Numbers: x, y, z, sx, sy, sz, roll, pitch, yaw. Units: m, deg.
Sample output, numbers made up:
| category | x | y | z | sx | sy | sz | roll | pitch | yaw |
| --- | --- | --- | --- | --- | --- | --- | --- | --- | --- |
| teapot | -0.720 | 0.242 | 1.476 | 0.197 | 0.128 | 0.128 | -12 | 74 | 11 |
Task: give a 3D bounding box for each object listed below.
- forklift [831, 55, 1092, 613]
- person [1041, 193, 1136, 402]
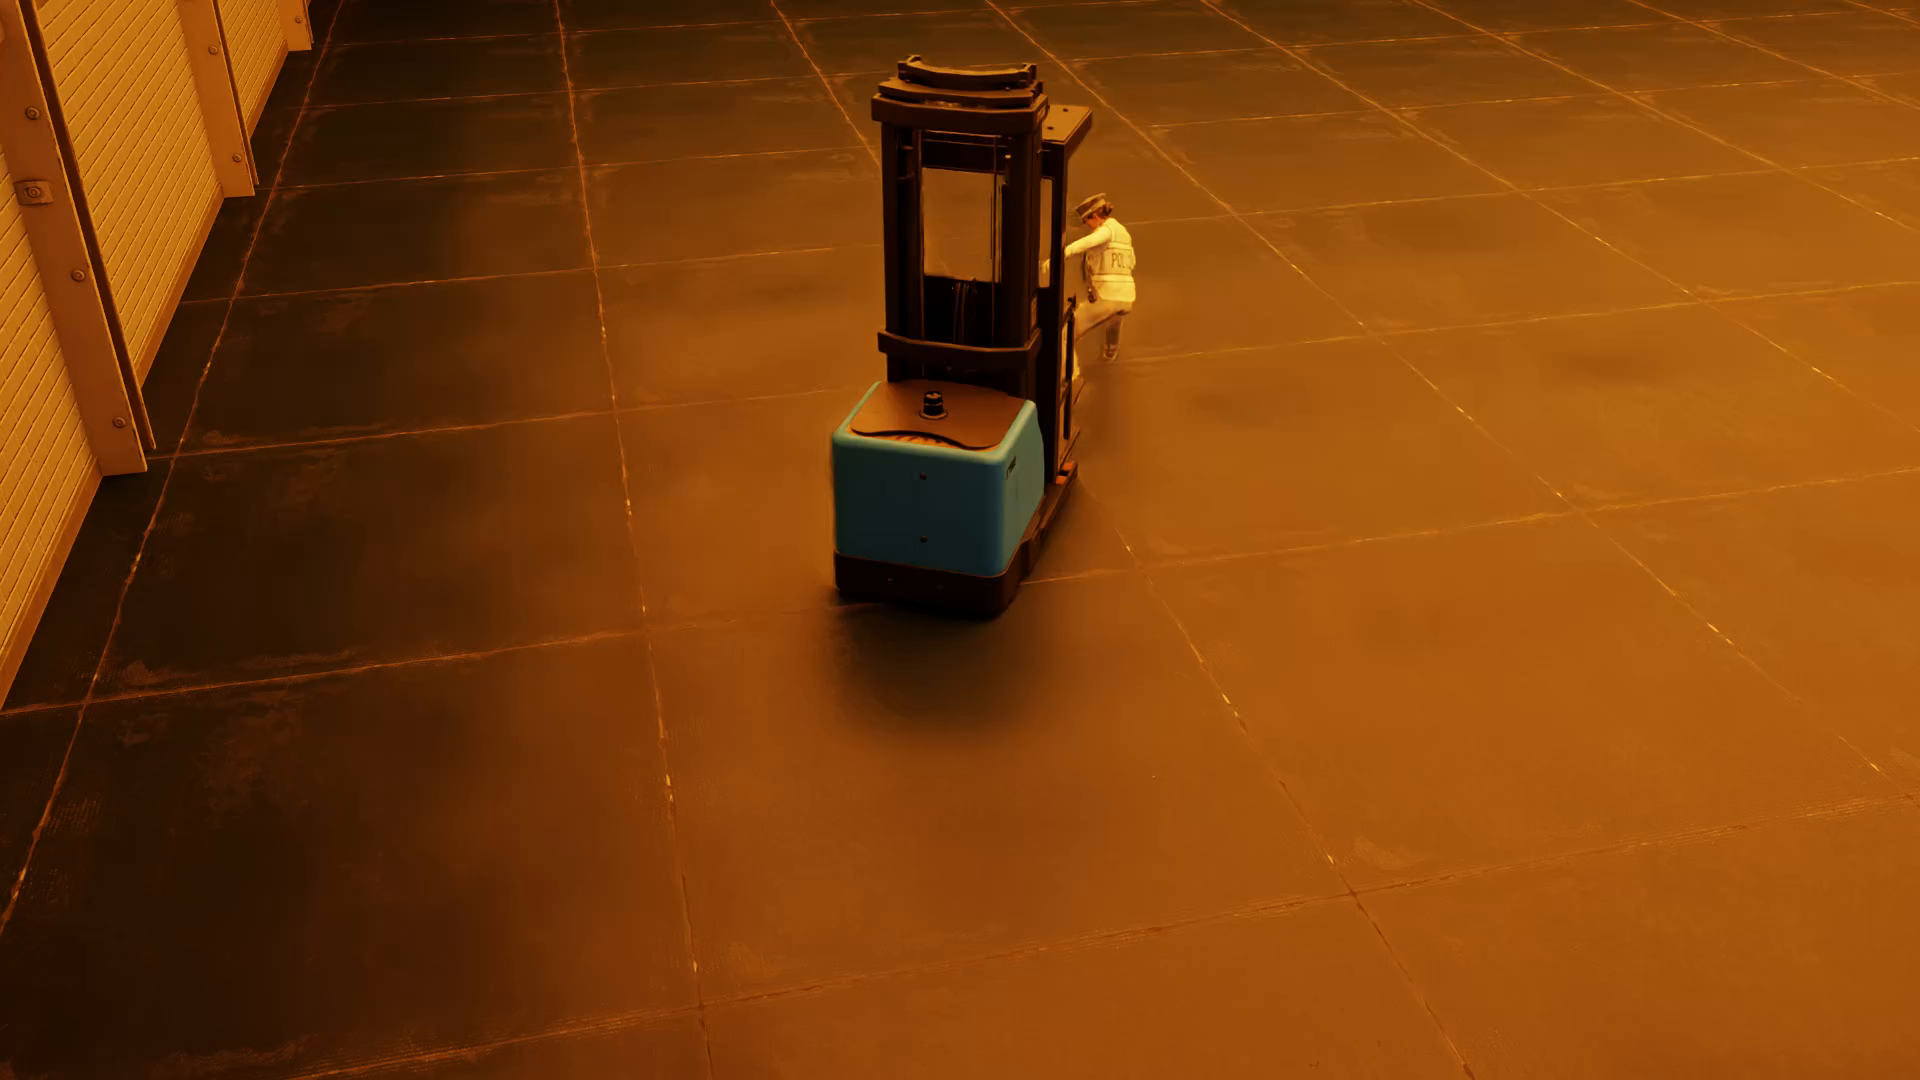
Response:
| category | x | y | z | sx | sy | sz | roll | pitch | yaw |
| --- | --- | --- | --- | --- | --- | --- | --- | --- | --- |
| forklift | 0.156 | -1.573 | 10.292 | 1.130 | 2.935 | 3.031 | 8 | 31 | 14 |
| person | 0.982 | -1.806 | 12.237 | 1.200 | 1.397 | 0.716 | -24 | 37 | -35 |
